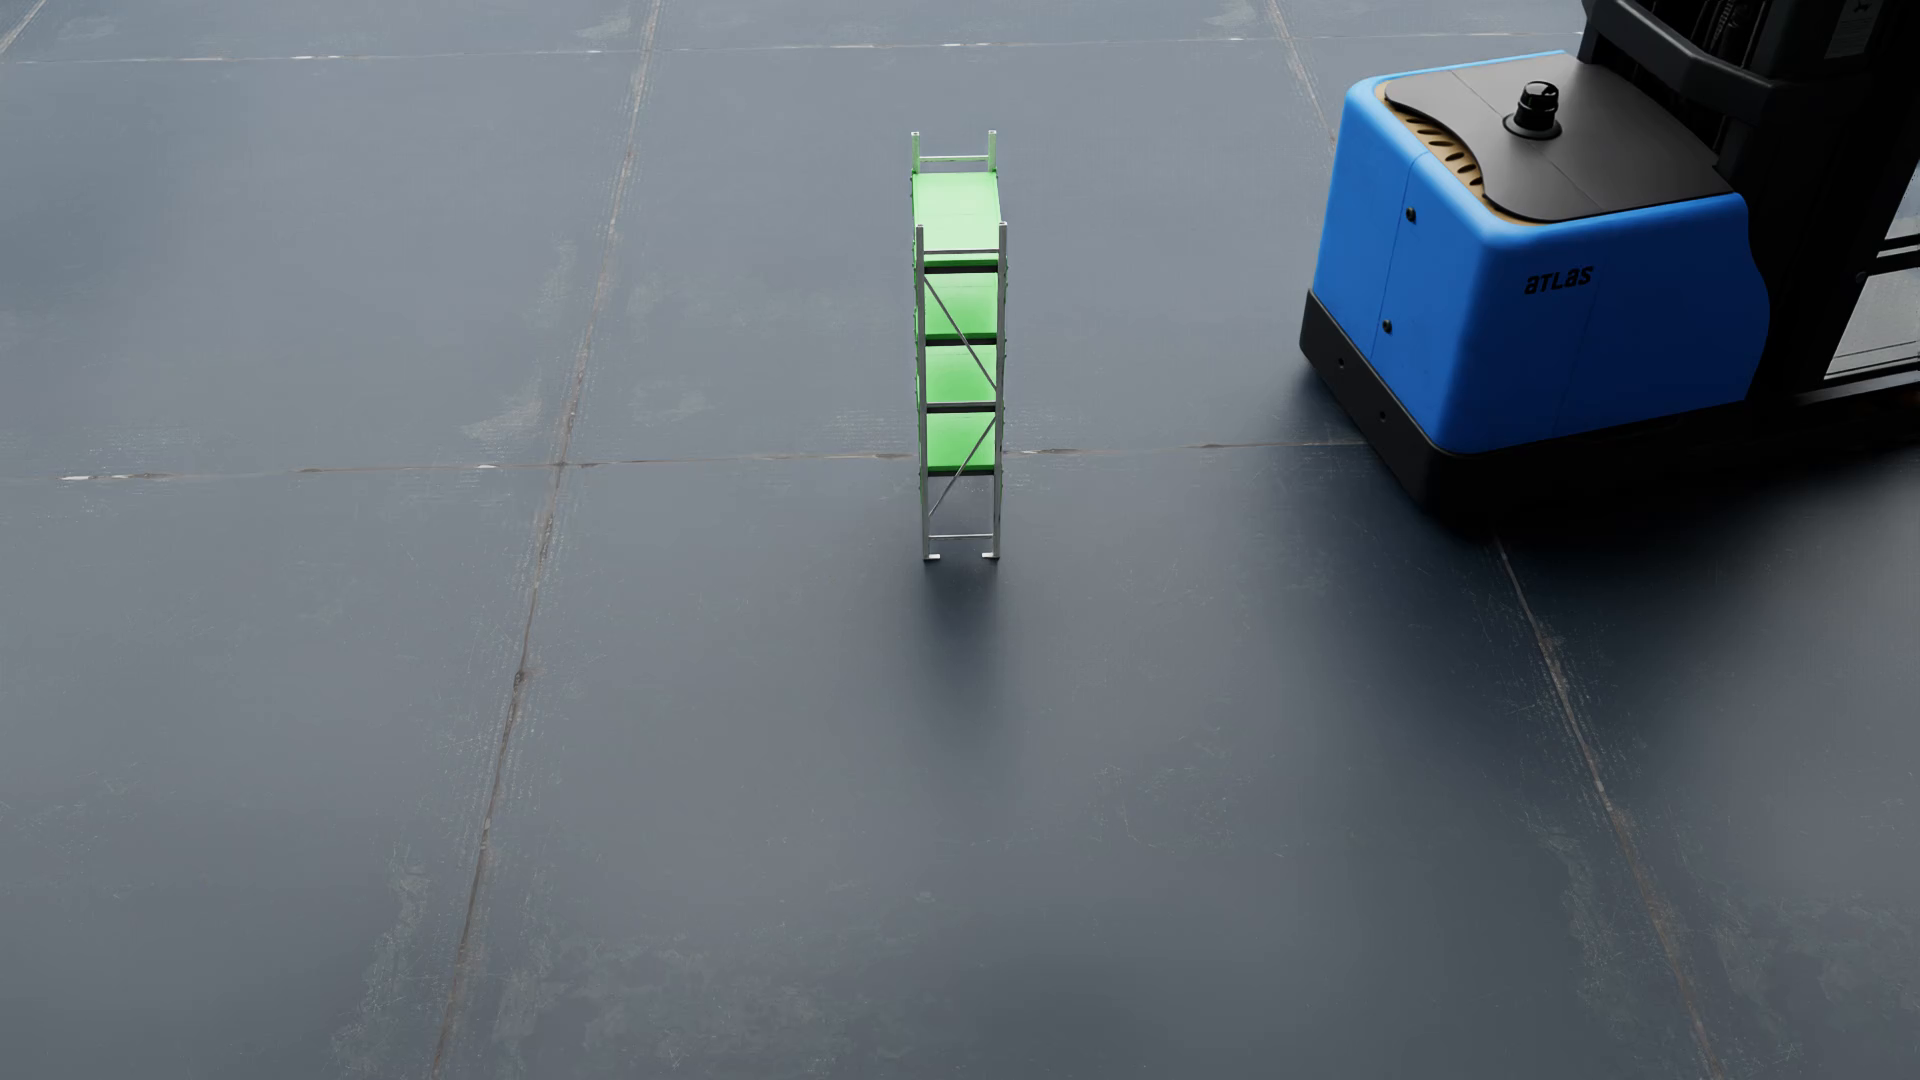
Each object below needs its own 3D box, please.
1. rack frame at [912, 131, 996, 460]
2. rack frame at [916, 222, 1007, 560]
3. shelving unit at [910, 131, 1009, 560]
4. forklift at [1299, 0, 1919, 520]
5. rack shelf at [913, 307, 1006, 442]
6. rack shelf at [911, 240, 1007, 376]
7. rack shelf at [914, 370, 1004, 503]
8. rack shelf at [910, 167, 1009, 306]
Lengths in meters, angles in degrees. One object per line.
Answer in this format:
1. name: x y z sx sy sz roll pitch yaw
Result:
1. rack frame: -0.017 -0.719 5.146 0.240 1.200 0.015 -2 43 -2
2. rack frame: 0.003 -0.389 4.787 0.240 1.200 0.015 -2 43 -2
3. shelving unit: -0.007 -0.554 4.966 0.258 1.200 0.503 -2 43 -2
4. forklift: 2.778 -1.712 4.949 3.031 2.935 1.130 -11 44 -12
5. rack shelf: -0.007 -0.507 5.010 0.258 0.148 0.480 -2 43 -2
6. rack shelf: -0.007 -0.684 4.848 0.258 0.148 0.480 -2 43 -2
7. rack shelf: -0.007 -0.330 5.172 0.258 0.148 0.480 -2 43 -2
8. rack shelf: -0.007 -0.861 4.685 0.258 0.148 0.480 -2 43 -2
